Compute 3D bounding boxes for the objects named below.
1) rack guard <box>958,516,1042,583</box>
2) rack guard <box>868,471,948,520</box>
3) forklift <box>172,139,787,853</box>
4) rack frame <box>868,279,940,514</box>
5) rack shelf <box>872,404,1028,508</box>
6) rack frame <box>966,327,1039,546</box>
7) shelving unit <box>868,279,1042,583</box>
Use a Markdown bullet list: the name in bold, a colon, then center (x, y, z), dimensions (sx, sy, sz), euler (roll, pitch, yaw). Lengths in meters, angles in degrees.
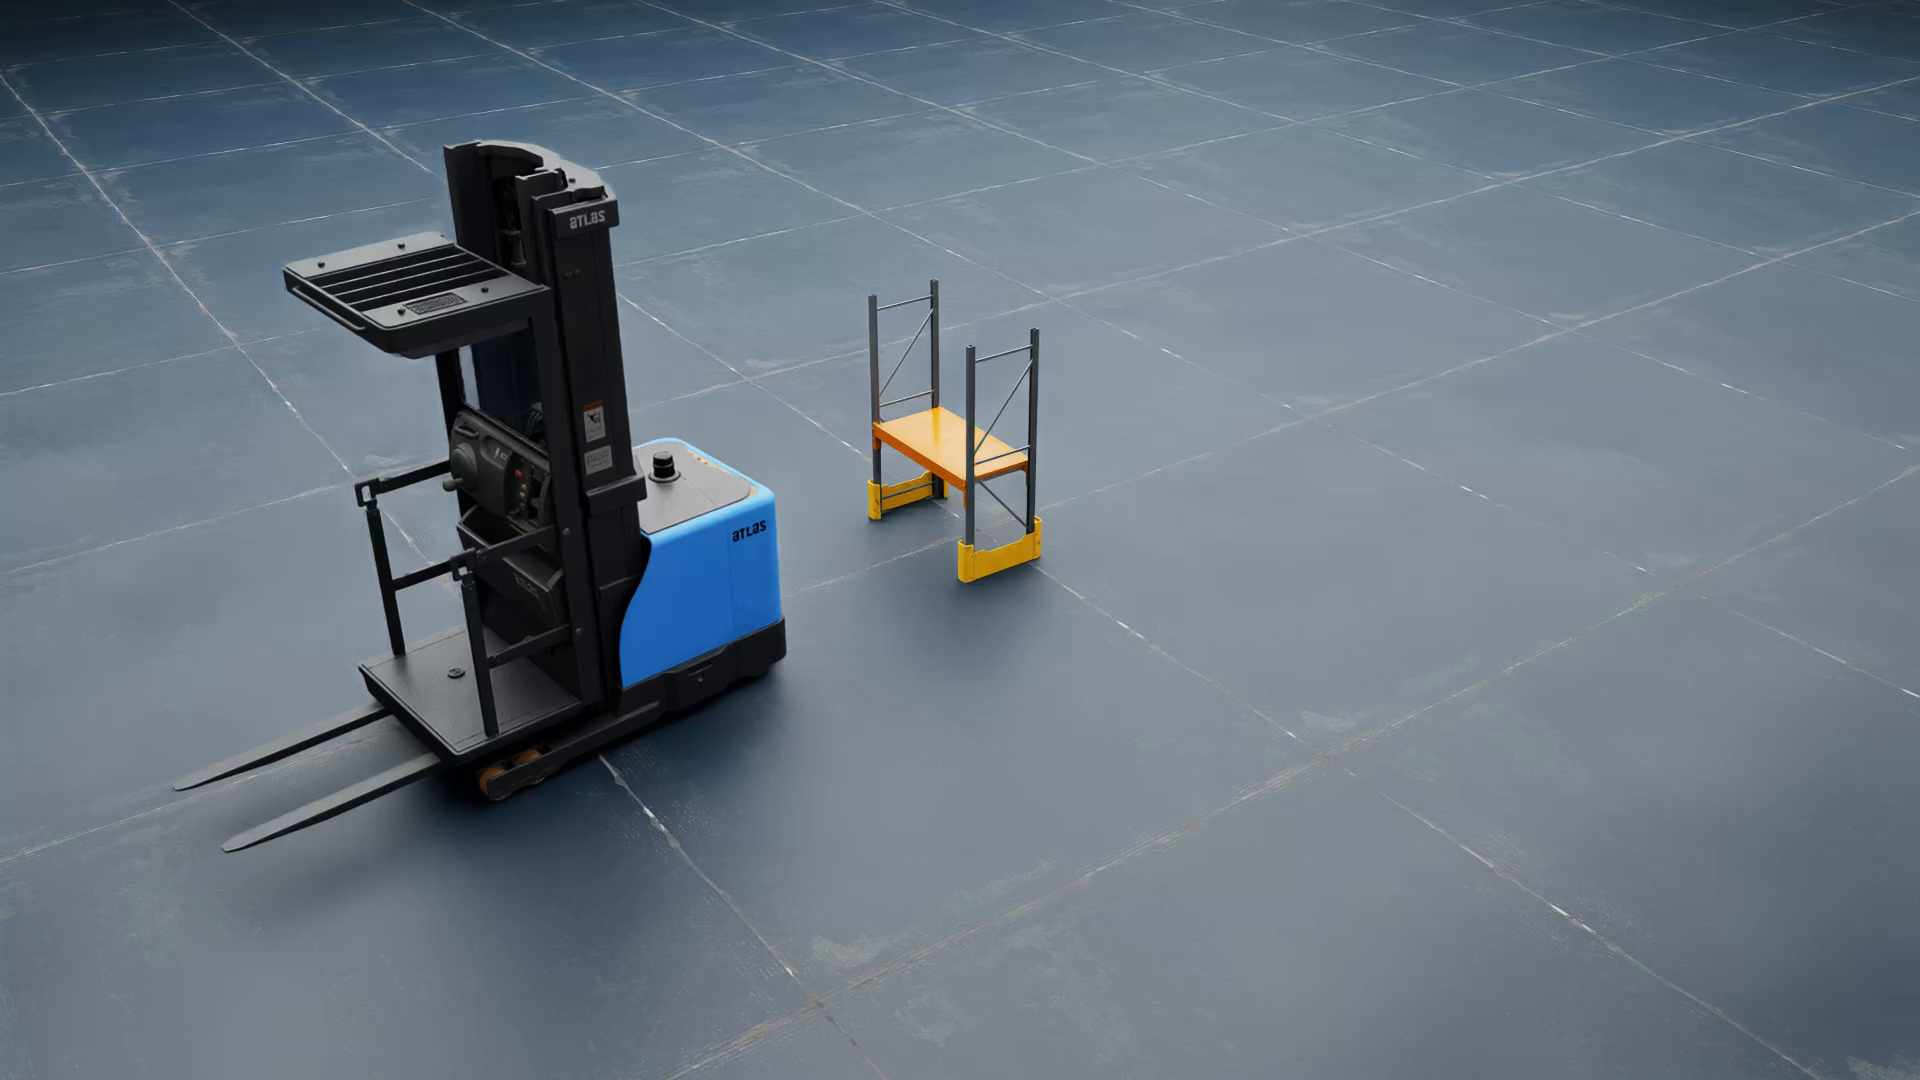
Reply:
- **rack guard**: center (0.245, 0.054, 10.115), dimensions (0.587, 0.250, 0.087), euler (-19, 34, -31)
- **rack guard**: center (-0.333, -0.333, 10.828), dimensions (0.587, 0.250, 0.087), euler (-19, 34, -31)
- **forklift**: center (-2.387, -0.297, 7.953), dimensions (3.031, 2.935, 1.130), euler (-23, 36, -36)
- **rack frame**: center (-0.344, -0.890, 10.544), dimensions (0.500, 1.500, 0.032), euler (-19, 34, -31)
- **rack shelf**: center (-0.049, -0.534, 10.266), dimensions (0.538, 0.185, 1.000), euler (-19, 34, -31)
- **rack frame**: center (0.245, -0.495, 9.816), dimensions (0.500, 1.500, 0.032), euler (-19, 34, -31)
- **shelving unit**: center (-0.044, -0.689, 10.173), dimensions (0.587, 1.500, 1.083), euler (-19, 34, -31)
